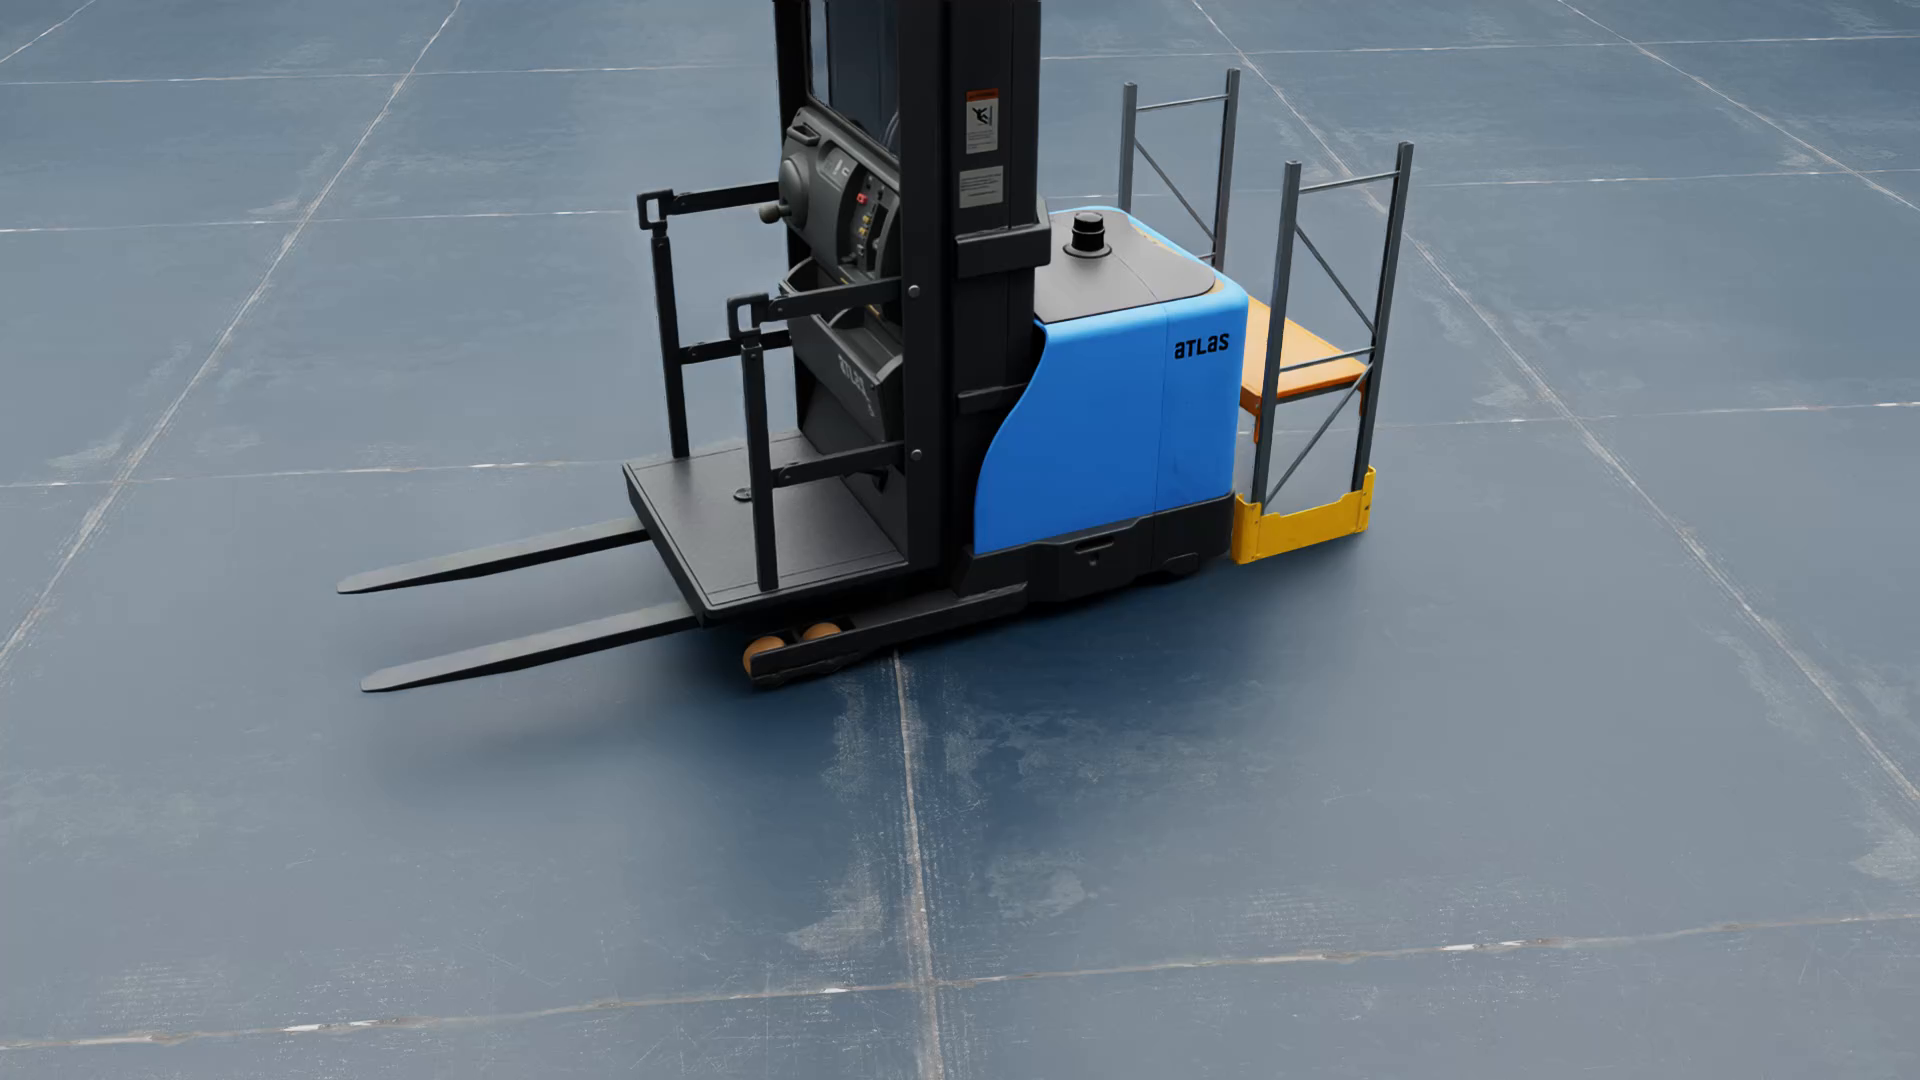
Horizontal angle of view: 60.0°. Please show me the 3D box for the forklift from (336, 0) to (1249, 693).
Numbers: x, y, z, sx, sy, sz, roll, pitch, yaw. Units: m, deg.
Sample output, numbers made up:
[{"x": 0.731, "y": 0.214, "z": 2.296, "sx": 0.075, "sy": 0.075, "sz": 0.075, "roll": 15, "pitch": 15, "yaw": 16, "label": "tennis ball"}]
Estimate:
[{"x": -0.573, "y": -1.083, "z": 5.205, "sx": 3.031, "sy": 2.935, "sz": 1.130, "roll": -13, "pitch": 33, "yaw": -21, "label": "forklift"}]

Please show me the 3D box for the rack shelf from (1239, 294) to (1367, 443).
[{"x": 1.060, "y": -0.709, "z": 6.324, "sx": 0.538, "sy": 0.185, "sz": 1.000, "roll": -14, "pitch": 34, "yaw": -22, "label": "rack shelf"}]

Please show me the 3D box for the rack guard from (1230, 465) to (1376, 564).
[{"x": 1.275, "y": -0.101, "z": 6.176, "sx": 0.587, "sy": 0.250, "sz": 0.087, "roll": -14, "pitch": 34, "yaw": -22, "label": "rack guard"}]

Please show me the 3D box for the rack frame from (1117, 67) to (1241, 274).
[{"x": 0.836, "y": -1.097, "z": 6.624, "sx": 0.500, "sy": 1.500, "sz": 0.032, "roll": -14, "pitch": 34, "yaw": -22, "label": "rack frame"}]

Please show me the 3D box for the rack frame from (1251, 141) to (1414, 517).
[{"x": 1.283, "y": -0.629, "z": 5.840, "sx": 0.500, "sy": 1.500, "sz": 0.032, "roll": -14, "pitch": 34, "yaw": -22, "label": "rack frame"}]

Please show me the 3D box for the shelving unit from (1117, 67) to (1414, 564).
[{"x": 1.056, "y": -0.867, "z": 6.239, "sx": 0.587, "sy": 1.500, "sz": 1.083, "roll": -14, "pitch": 34, "yaw": -22, "label": "shelving unit"}]
